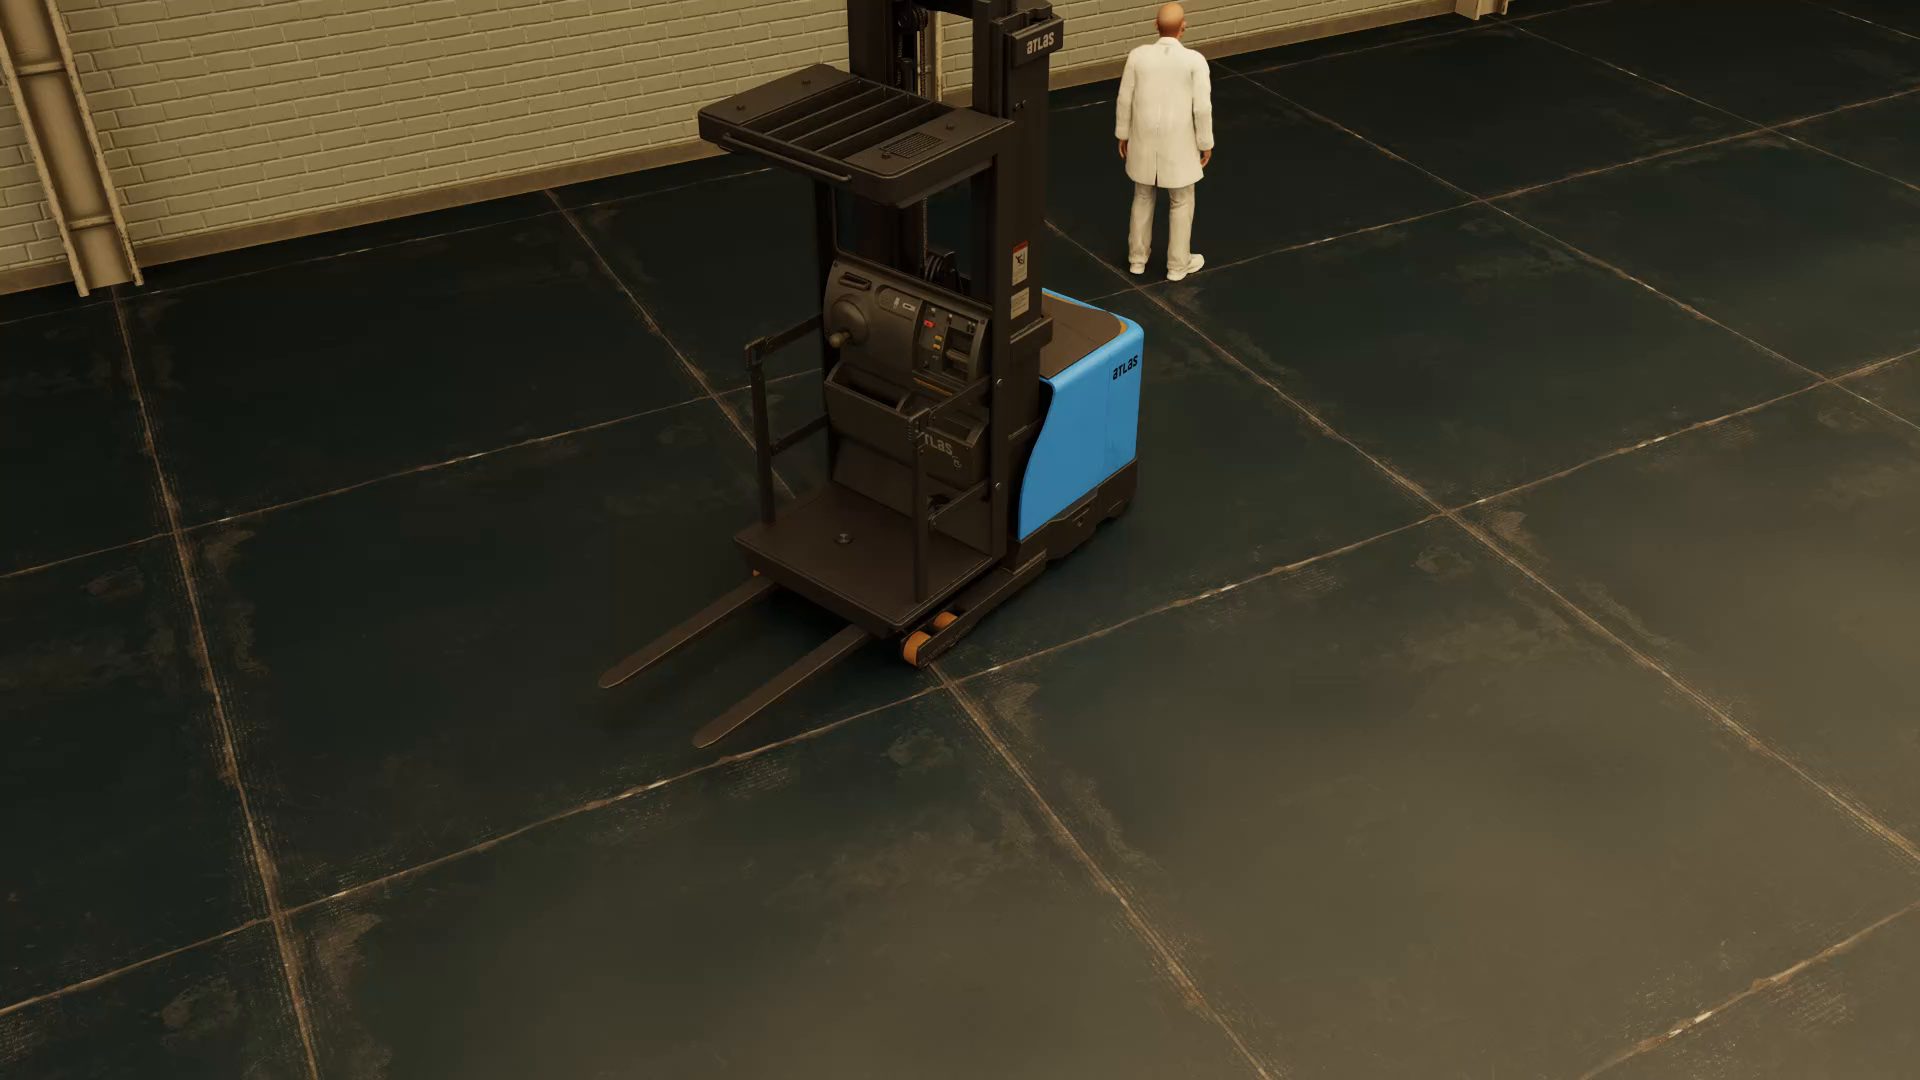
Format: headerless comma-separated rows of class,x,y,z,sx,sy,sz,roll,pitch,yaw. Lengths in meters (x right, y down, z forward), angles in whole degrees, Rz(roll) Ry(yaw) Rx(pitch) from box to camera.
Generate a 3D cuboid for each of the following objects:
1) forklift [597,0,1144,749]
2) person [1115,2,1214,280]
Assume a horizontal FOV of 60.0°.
forklift,-0.390,-0.927,7.434,1.130,2.935,3.031,26,43,31
person,1.316,-2.570,10.761,0.655,1.775,0.425,13,37,18
